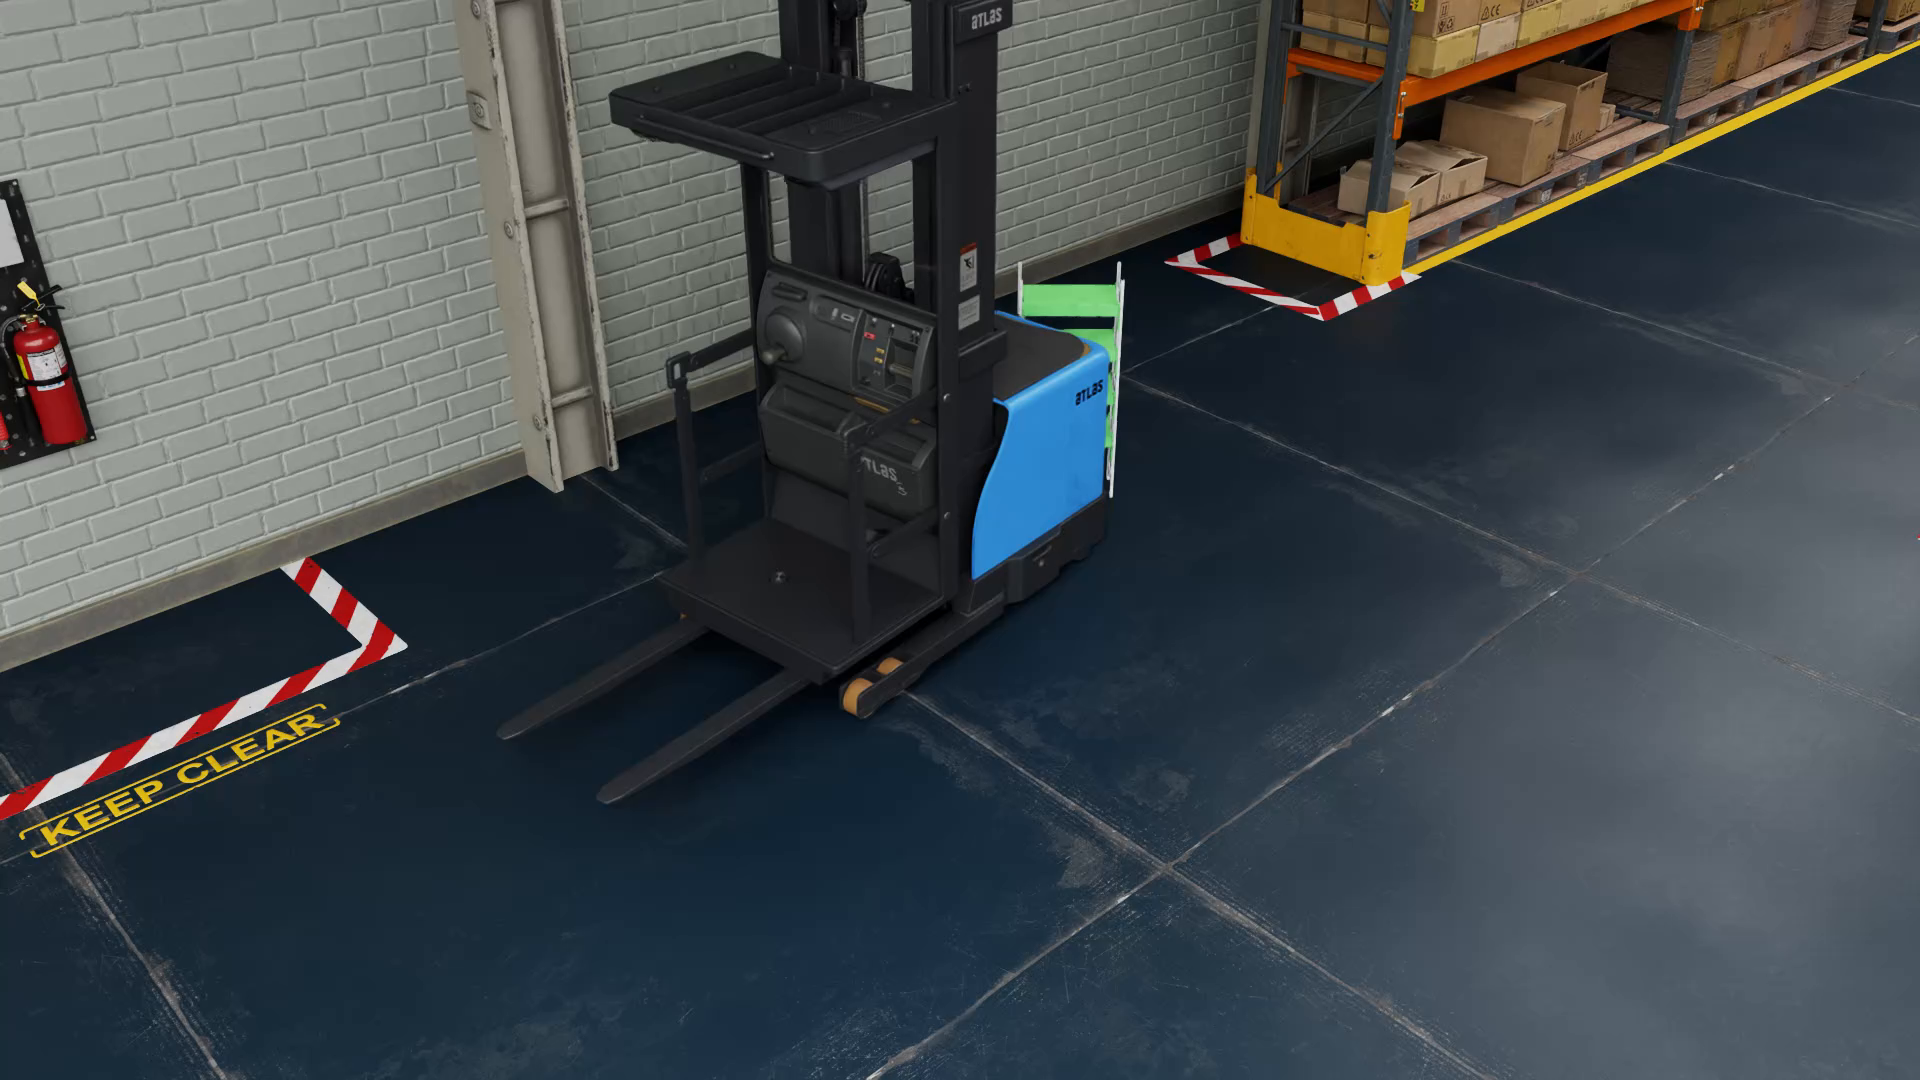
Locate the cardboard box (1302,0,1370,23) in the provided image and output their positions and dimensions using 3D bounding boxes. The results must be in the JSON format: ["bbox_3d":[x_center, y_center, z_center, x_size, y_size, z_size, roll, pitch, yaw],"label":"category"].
[{"bbox_3d":[2.610,-3.715,10.856,0.500,0.500,0.500,-26,40,-36],"label":"cardboard box"}]

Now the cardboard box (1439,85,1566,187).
[{"bbox_3d":[3.968,-2.978,12.219,0.700,0.500,0.500,26,40,36],"label":"cardboard box"}]

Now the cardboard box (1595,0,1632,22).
[{"bbox_3d":[4.472,-3.924,11.916,0.500,0.250,0.500,-26,40,-36],"label":"cardboard box"}]

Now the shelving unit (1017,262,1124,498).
[{"bbox_3d":[0.539,-0.795,8.400,0.503,1.200,0.258,0,31,0],"label":"shelving unit"}]

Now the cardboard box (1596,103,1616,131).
[{"bbox_3d":[4.971,-3.399,13.227,0.380,0.166,0.250,23,38,33],"label":"cardboard box"}]

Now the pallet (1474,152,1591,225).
[{"bbox_3d":[3.979,-2.745,12.536,1.213,0.211,1.003,-26,40,-35],"label":"pallet"}]

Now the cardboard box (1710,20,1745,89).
[{"bbox_3d":[6.216,-4.212,14.238,0.500,0.500,0.700,-27,40,-36],"label":"cardboard box"}]

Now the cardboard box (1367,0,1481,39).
[{"bbox_3d":[2.964,-3.521,10.539,0.500,0.500,0.500,-26,40,-35],"label":"cardboard box"}]

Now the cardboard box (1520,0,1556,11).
[{"bbox_3d":[3.716,-3.873,11.115,0.500,0.500,0.500,-27,41,-37],"label":"cardboard box"}]

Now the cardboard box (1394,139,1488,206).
[{"bbox_3d":[3.396,-2.656,11.874,0.500,0.311,0.500,-22,38,-32],"label":"cardboard box"}]

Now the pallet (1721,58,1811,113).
[{"bbox_3d":[6.807,-4.143,14.823,1.213,0.211,1.003,-26,40,-35],"label":"pallet"}]

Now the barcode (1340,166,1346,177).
[{"bbox_3d":[2.719,-2.617,11.802,0.075,0.075,0.001,-26,40,-35],"label":"barcode"}]

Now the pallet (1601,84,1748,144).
[{"bbox_3d":[5.912,-3.708,14.112,1.213,0.211,1.003,-26,40,-35],"label":"pallet"}]

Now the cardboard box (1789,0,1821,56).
[{"bbox_3d":[7.326,-4.748,15.113,0.500,0.500,0.700,-26,40,-36],"label":"cardboard box"}]

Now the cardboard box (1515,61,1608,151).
[{"bbox_3d":[4.609,-3.359,12.842,0.500,0.500,0.500,26,40,35],"label":"cardboard box"}]

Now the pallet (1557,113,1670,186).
[{"bbox_3d":[4.874,-3.180,13.248,1.213,0.211,1.003,-26,40,-35],"label":"pallet"}]

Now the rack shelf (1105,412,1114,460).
[{"bbox_3d":[0.539,-0.536,8.558,0.480,0.148,0.258,0,31,0],"label":"rack shelf"}]

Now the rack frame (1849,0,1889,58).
[{"bbox_3d":[8.276,-6.040,15.252,0.127,3.000,1.000,-26,40,-35],"label":"rack frame"}]

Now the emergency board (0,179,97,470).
[{"bbox_3d":[-3.903,-0.791,6.669,0.643,1.169,0.194,-26,40,-35],"label":"emergency board"}]

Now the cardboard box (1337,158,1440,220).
[{"bbox_3d":[2.978,-2.454,11.543,0.500,0.311,0.500,24,39,34],"label":"cardboard box"}]

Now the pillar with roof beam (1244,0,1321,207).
[{"bbox_3d":[5.262,-4.694,7.300,0.400,9.000,9.100,-26,40,-35],"label":"pillar with roof beam"}]

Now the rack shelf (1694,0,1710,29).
[{"bbox_3d":[6.809,-5.024,14.280,4.000,0.370,1.077,-26,40,-35],"label":"rack shelf"}]

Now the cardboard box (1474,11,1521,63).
[{"bbox_3d":[3.354,-3.388,11.040,0.500,0.250,0.500,-27,41,-37],"label":"cardboard box"}]

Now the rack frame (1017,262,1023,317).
[{"bbox_3d":[0.295,-0.796,8.401,0.015,1.200,0.240,0,31,0],"label":"rack frame"}]

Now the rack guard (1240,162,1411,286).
[{"bbox_3d":[2.465,-2.163,11.308,0.348,0.500,1.175,-26,40,-35],"label":"rack guard"}]

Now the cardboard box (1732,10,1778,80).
[{"bbox_3d":[6.617,-4.378,14.508,0.500,0.500,0.700,-25,40,-35],"label":"cardboard box"}]

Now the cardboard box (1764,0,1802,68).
[{"bbox_3d":[6.981,-4.560,14.807,0.500,0.500,0.700,-26,40,-36],"label":"cardboard box"}]

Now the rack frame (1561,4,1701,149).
[{"bbox_3d":[5.342,-4.621,12.932,0.127,3.000,1.000,-26,40,-35],"label":"rack frame"}]

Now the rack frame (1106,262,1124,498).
[{"bbox_3d":[0.783,-0.794,8.399,0.015,1.200,0.240,0,31,0],"label":"rack frame"}]

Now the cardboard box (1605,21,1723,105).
[{"bbox_3d":[5.871,-4.010,13.906,0.500,0.500,0.700,-24,39,-34],"label":"cardboard box"}]

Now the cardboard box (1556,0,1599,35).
[{"bbox_3d":[4.104,-3.745,11.624,0.500,0.250,0.500,-25,40,-35],"label":"cardboard box"}]

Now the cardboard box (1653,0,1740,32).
[{"bbox_3d":[6.192,-4.487,13.968,0.500,0.250,0.500,-27,40,-36],"label":"cardboard box"}]

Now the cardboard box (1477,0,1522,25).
[{"bbox_3d":[3.333,-3.693,10.819,0.500,0.500,0.500,-26,40,-35],"label":"cardboard box"}]

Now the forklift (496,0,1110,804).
[{"bbox_3d":[-0.619,-0.795,6.740,1.130,2.935,3.031,23,38,33],"label":"forklift"}]

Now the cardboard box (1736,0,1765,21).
[{"bbox_3d":[6.570,-4.673,14.273,0.500,0.250,0.500,-27,41,-37],"label":"cardboard box"}]

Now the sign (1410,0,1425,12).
[{"bbox_3d":[2.778,-3.364,10.046,0.005,0.325,0.100,-26,40,-35],"label":"sign"}]

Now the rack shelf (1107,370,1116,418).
[{"bbox_3d":[0.539,-0.740,8.433,0.480,0.148,0.258,0,31,0],"label":"rack shelf"}]

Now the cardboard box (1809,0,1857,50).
[{"bbox_3d":[7.783,-4.886,15.339,0.500,0.500,0.700,-25,39,-35],"label":"cardboard box"}]

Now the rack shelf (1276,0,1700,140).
[{"bbox_3d":[3.876,-3.605,11.959,4.000,0.370,1.077,-26,40,-35],"label":"rack shelf"}]

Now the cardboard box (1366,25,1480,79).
[{"bbox_3d":[2.983,-3.198,10.730,0.500,0.250,0.500,-27,41,-37],"label":"cardboard box"}]

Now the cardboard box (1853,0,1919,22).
[{"bbox_3d":[8.904,-5.513,16.048,0.750,0.750,0.750,-26,40,-36],"label":"cardboard box"}]

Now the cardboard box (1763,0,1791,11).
[{"bbox_3d":[6.949,-4.843,14.551,0.500,0.250,0.500,-26,40,-36],"label":"cardboard box"}]

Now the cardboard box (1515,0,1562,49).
[{"bbox_3d":[3.732,-3.566,11.332,0.500,0.250,0.500,-27,40,-36],"label":"cardboard box"}]

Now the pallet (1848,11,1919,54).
[{"bbox_3d":[8.905,-5.101,16.390,1.213,0.211,1.003,-26,40,-35],"label":"pallet"}]

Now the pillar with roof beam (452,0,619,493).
[{"bbox_3d":[0.862,-2.566,3.820,0.400,9.000,9.100,-26,40,-35],"label":"pillar with roof beam"}]

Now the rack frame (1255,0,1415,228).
[{"bbox_3d":[2.409,-3.202,10.612,0.127,3.000,1.000,-26,40,-35],"label":"rack frame"}]

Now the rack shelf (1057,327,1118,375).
[{"bbox_3d":[0.539,-0.945,8.308,0.480,0.148,0.258,0,31,0],"label":"rack shelf"}]

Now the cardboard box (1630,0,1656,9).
[{"bbox_3d":[4.830,-4.108,12.217,0.500,0.250,0.500,-26,40,-35],"label":"cardboard box"}]

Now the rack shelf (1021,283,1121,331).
[{"bbox_3d":[0.539,-1.150,8.183,0.480,0.148,0.258,0,31,0],"label":"rack shelf"}]

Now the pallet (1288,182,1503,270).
[{"bbox_3d":[3.085,-2.314,11.832,1.213,0.211,1.003,-26,40,-35],"label":"pallet"}]

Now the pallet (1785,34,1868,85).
[{"bbox_3d":[7.702,-4.574,15.527,1.213,0.211,1.003,-26,40,-35],"label":"pallet"}]

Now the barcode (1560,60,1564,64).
[{"bbox_3d":[4.783,-3.779,13.223,0.075,0.075,0.001,-26,40,-35],"label":"barcode"}]

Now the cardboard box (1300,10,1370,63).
[{"bbox_3d":[2.620,-3.387,11.038,0.500,0.250,0.500,-25,39,-35],"label":"cardboard box"}]
